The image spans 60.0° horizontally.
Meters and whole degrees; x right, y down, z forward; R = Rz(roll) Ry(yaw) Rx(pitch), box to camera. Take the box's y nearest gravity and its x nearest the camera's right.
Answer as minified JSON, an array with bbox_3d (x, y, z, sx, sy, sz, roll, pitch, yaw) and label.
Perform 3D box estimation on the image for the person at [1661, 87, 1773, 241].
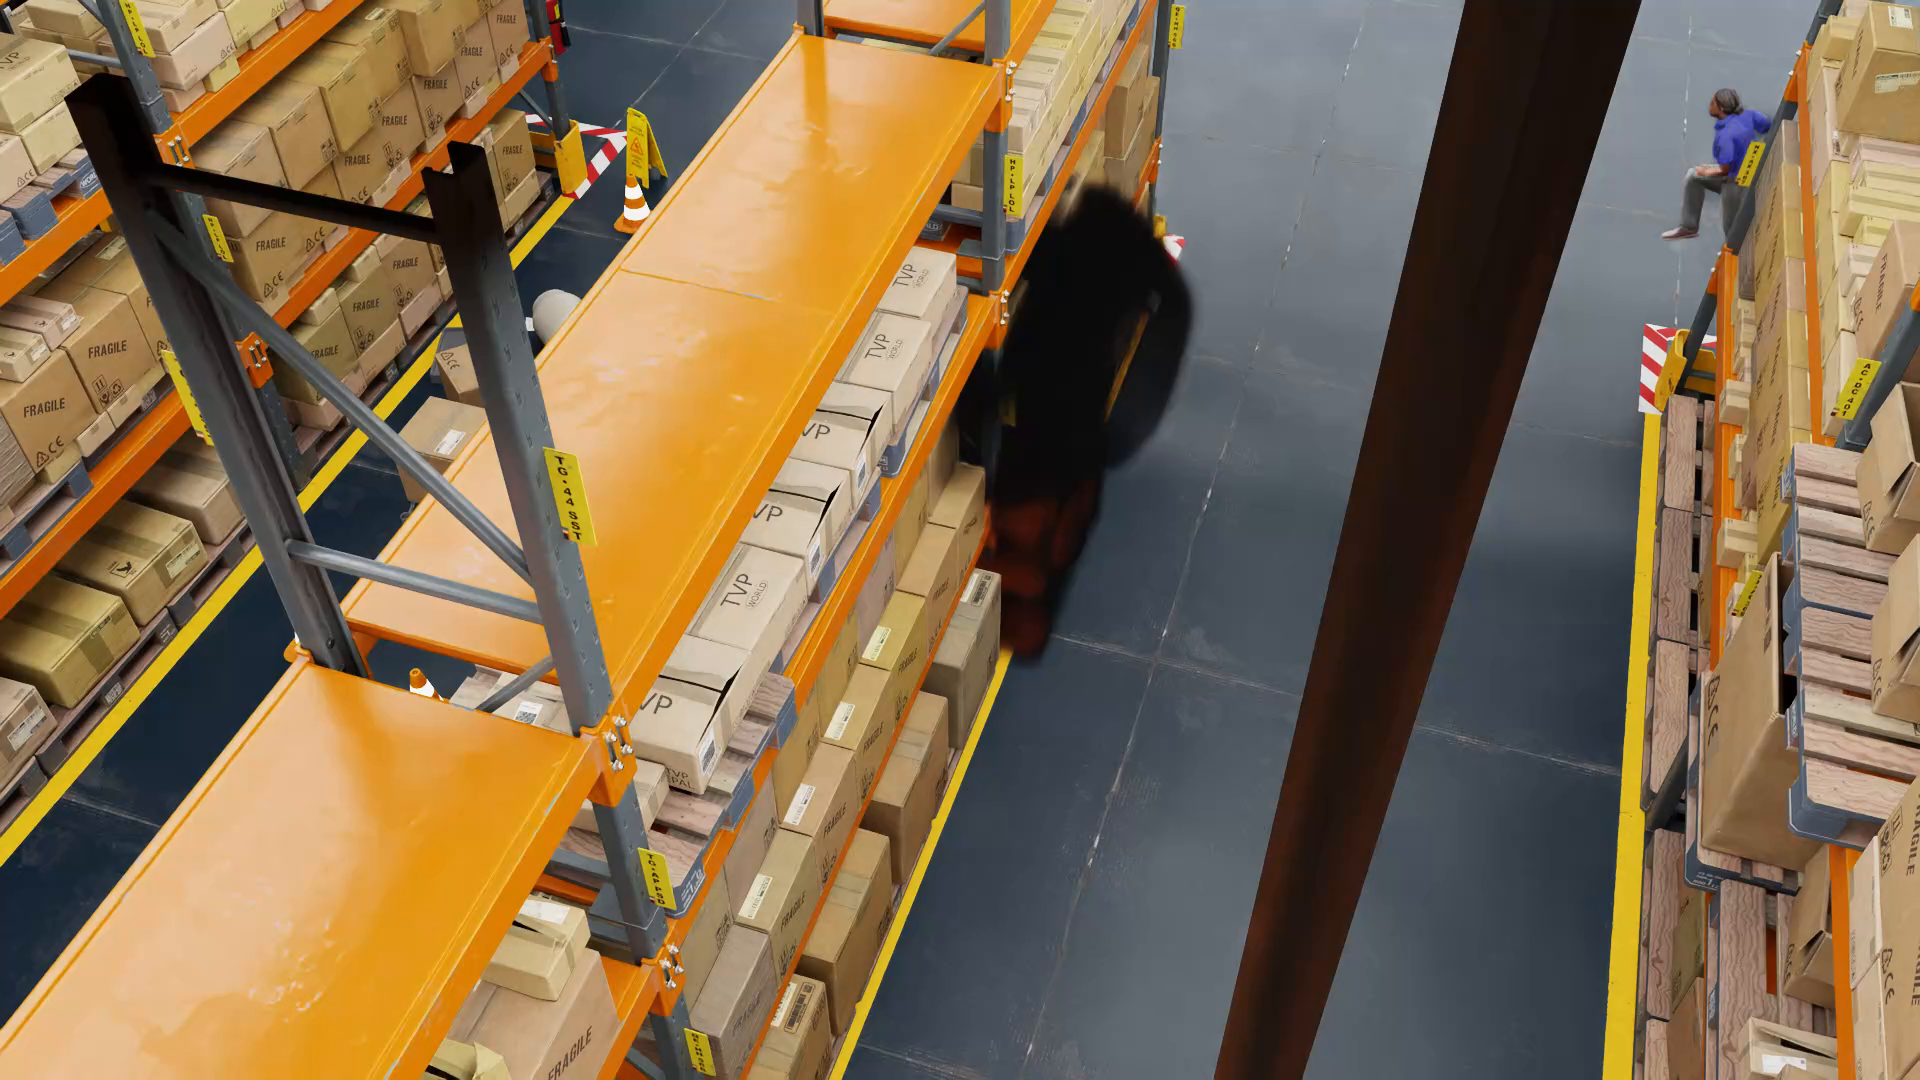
[{"bbox_3d":[5.915,-2.614,12.559,0.617,1.473,0.967,-32,54,-27],"label":"person"}]
